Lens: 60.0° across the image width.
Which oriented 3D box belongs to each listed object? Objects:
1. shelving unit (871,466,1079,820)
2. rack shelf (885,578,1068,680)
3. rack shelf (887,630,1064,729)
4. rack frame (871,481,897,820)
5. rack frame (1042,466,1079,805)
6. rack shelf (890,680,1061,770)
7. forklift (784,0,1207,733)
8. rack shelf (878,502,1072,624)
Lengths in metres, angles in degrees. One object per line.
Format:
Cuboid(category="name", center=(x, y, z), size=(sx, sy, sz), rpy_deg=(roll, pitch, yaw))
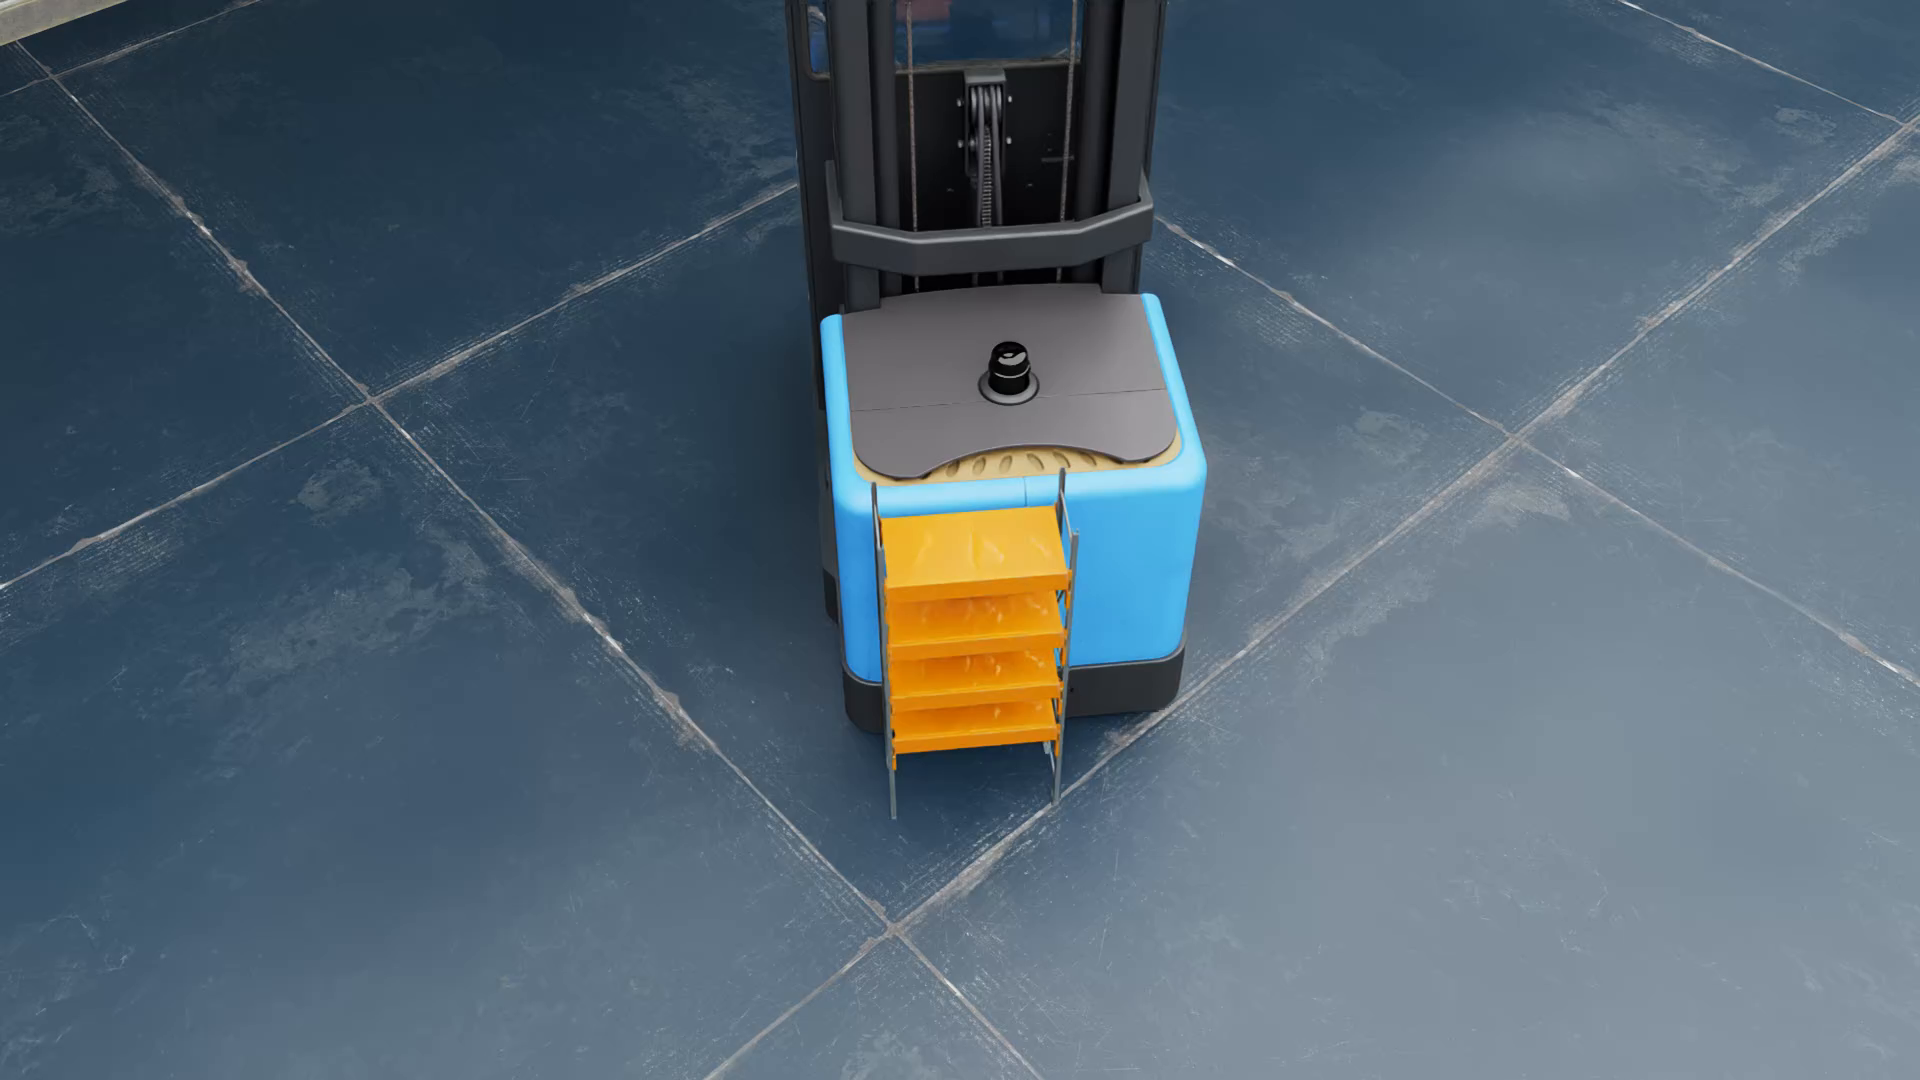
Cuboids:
Cuboid(category="shelving unit", center=(0.034, 0.324, 4.635), size=(0.503, 1.200, 0.258), rpy_deg=(-4, 48, -4))
Cuboid(category="rack shelf", center=(0.034, 0.218, 4.520), size=(0.480, 0.148, 0.258), rpy_deg=(-4, 48, -4))
Cuboid(category="rack shelf", center=(0.034, 0.369, 4.684), size=(0.480, 0.148, 0.258), rpy_deg=(-4, 48, -4))
Cuboid(category="rack frame", center=(-0.209, 0.343, 4.617), size=(0.015, 1.200, 0.240), rpy_deg=(-4, 48, -4))
Cuboid(category="rack frame", center=(0.276, 0.305, 4.652), size=(0.015, 1.200, 0.240), rpy_deg=(-4, 48, -4))
Cuboid(category="rack shelf", center=(0.034, 0.504, 4.830), size=(0.480, 0.148, 0.258), rpy_deg=(-4, 48, -4))
Cuboid(category="forklift", center=(0.019, -1.491, 5.132), size=(1.130, 2.935, 3.031), rpy_deg=(-4, 47, -4))
Cuboid(category="rack shelf", center=(0.034, 0.058, 4.346), size=(0.480, 0.148, 0.258), rpy_deg=(-4, 48, -4))
